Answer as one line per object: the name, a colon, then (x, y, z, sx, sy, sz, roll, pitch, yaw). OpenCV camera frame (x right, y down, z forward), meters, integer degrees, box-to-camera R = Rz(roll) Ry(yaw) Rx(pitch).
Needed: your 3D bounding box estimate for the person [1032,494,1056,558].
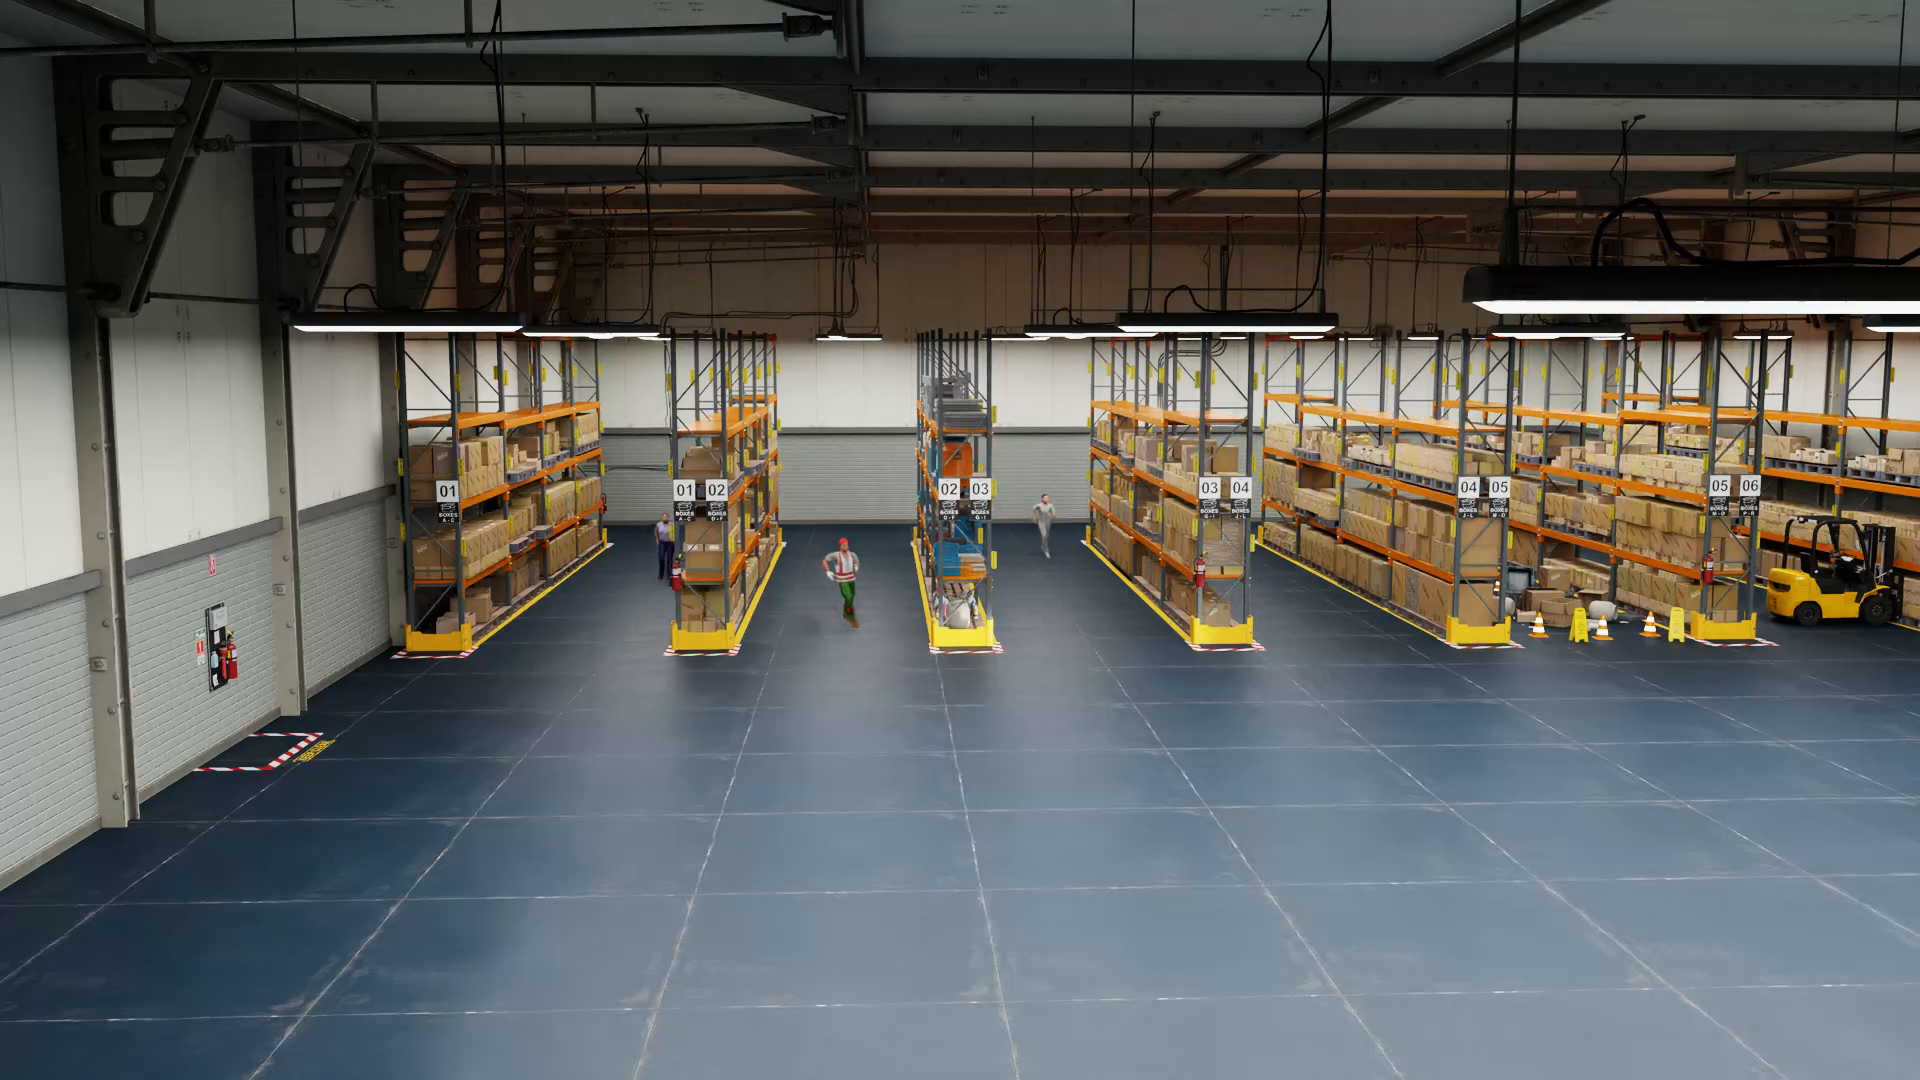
person: (2.263, -0.408, 44.943, 0.605, 1.698, 0.930, -2, 7, -15)

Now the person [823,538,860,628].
person: (-2.362, 0.865, 33.730, 0.745, 1.825, 0.727, -4, 8, -33)

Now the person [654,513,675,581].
person: (-7.119, 0.167, 40.371, 0.610, 1.684, 0.704, -1, 7, -6)
